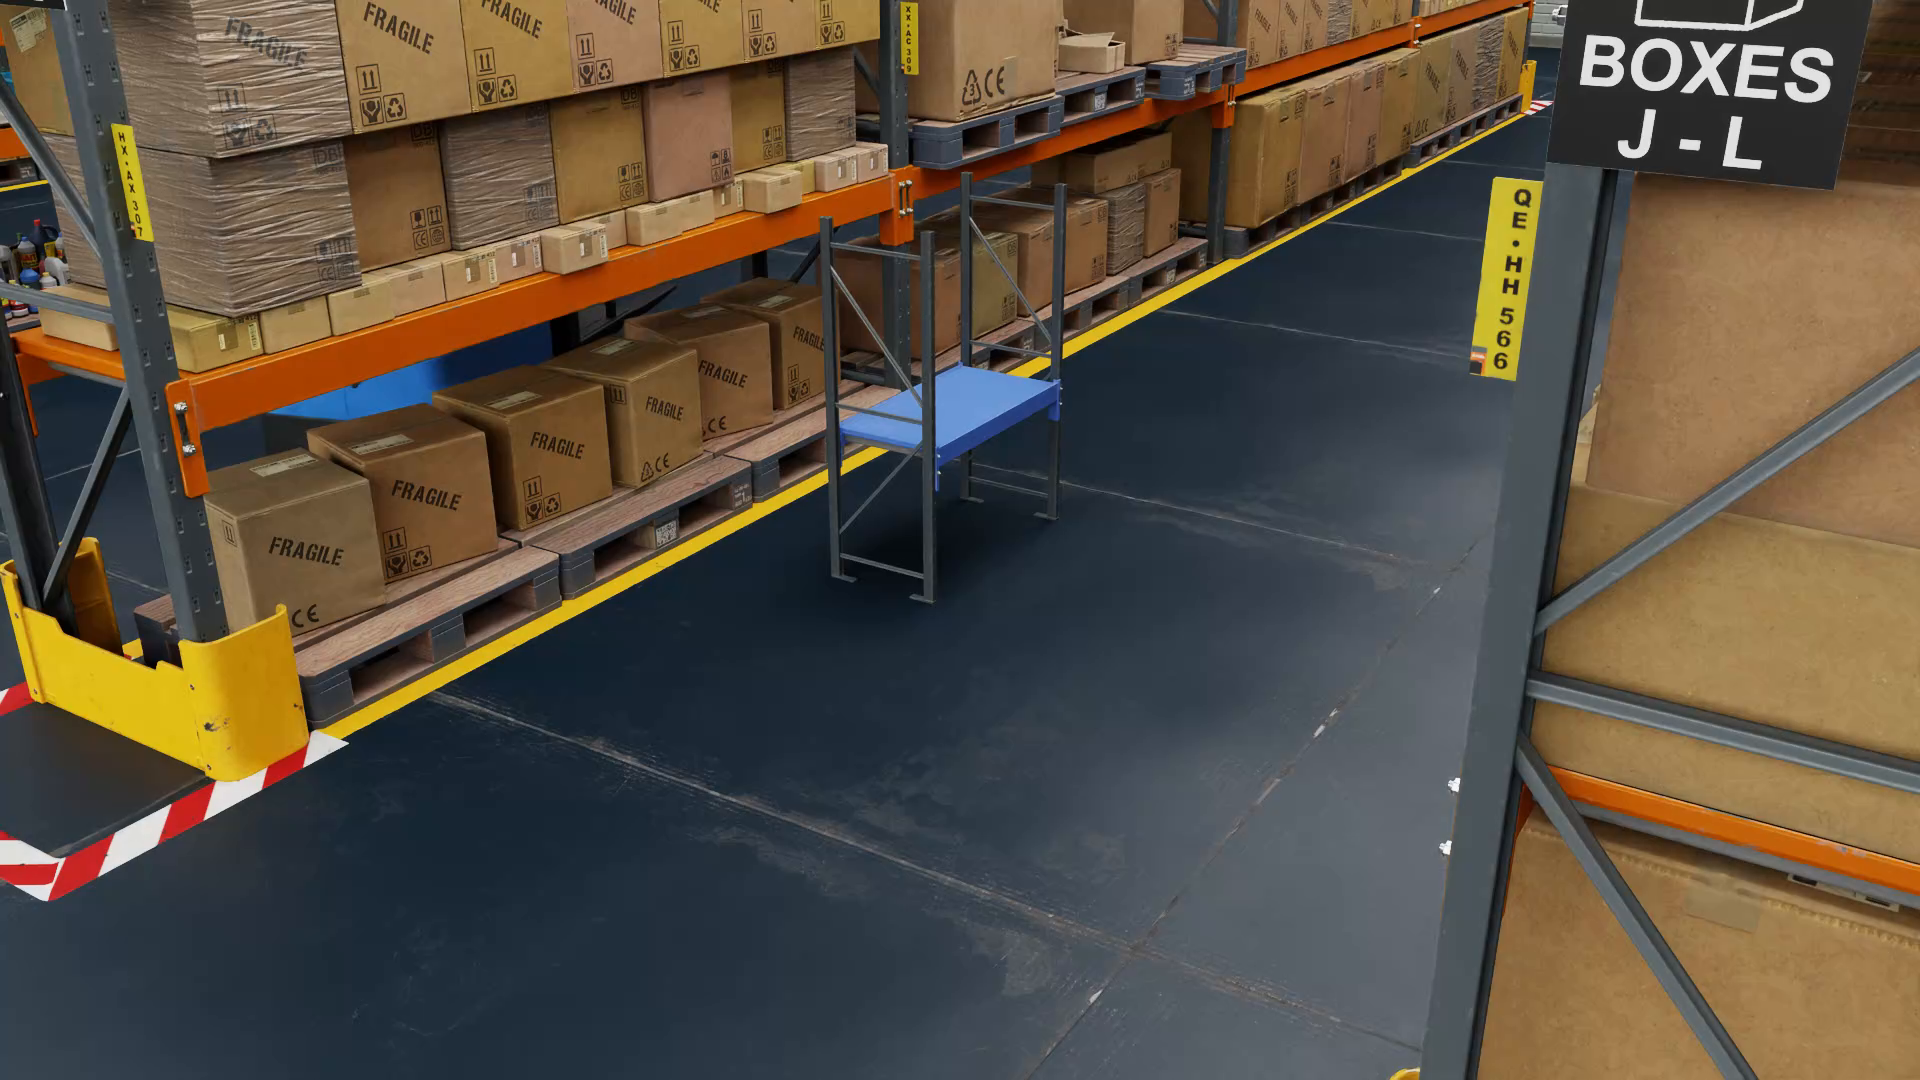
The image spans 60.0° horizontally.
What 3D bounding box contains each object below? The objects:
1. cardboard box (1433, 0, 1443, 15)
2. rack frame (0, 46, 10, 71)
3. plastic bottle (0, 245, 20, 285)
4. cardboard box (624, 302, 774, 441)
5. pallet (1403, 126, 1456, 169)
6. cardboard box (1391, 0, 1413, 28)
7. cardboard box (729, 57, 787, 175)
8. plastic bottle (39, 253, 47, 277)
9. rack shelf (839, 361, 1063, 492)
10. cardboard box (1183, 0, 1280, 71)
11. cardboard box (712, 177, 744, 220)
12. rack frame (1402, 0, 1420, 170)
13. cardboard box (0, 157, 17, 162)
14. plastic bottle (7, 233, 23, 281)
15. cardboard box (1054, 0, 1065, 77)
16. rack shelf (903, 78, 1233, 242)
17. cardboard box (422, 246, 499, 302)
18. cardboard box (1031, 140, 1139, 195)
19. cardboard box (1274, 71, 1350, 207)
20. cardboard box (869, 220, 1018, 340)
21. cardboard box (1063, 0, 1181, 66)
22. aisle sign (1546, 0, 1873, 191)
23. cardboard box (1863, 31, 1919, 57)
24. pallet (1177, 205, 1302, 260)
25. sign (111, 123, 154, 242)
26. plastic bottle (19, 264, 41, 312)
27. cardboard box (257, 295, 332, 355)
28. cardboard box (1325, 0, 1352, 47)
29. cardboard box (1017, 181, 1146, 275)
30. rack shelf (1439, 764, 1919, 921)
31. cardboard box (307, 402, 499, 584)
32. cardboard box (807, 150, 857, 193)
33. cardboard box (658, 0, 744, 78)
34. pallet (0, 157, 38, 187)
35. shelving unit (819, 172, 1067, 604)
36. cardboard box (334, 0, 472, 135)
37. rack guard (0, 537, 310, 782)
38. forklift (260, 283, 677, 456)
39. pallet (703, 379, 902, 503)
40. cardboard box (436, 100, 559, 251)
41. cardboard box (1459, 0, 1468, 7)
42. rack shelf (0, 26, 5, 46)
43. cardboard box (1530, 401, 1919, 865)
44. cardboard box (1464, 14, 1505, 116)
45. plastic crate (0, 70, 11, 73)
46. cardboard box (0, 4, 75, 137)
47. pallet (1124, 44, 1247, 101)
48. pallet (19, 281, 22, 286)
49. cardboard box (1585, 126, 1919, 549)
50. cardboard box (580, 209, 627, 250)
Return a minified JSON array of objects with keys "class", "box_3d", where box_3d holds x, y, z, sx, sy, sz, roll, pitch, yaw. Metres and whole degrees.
[{"class":"cardboard box","box_3d":[4.091,-4.786,14.845,0.380,0.149,0.250,13,27,27]},{"class":"rack frame","box_3d":[-11.221,-6.546,18.596,1.000,3.000,0.127,14,27,29]},{"class":"plastic bottle","box_3d":[-5.877,-1.657,10.176,0.152,0.276,0.135,14,27,29]},{"class":"cardboard box","box_3d":[-1.247,-0.806,7.954,0.500,0.500,0.500,-18,29,-36]},{"class":"pallet","box_3d":[3.981,-3.743,15.630,1.003,0.211,1.213,14,27,29]},{"class":"cardboard box","box_3d":[3.499,-4.613,14.004,0.500,0.500,0.500,14,27,29]},{"class":"cardboard box","box_3d":[-1.290,-1.964,7.511,0.875,0.500,0.500,14,27,29]},{"class":"plastic bottle","box_3d":[-5.461,-1.592,10.017,0.061,0.283,0.133,14,27,29]},{"class":"rack shelf","box_3d":[-0.045,-0.494,6.957,0.538,0.185,1.000,14,27,29]},{"class":"cardboard box","box_3d":[1.891,-3.585,11.629,0.500,0.500,0.500,15,27,30]},{"class":"cardboard box","box_3d":[-1.174,-1.514,7.287,0.380,0.149,0.250,14,27,29]},{"class":"rack frame","box_3d":[3.513,-4.782,14.521,1.000,3.000,0.127,14,27,29]},{"class":"cardboard box","box_3d":[-8.426,-3.347,14.137,0.500,0.250,0.500,15,27,30]},{"class":"plastic bottle","box_3d":[-5.915,-1.779,10.449,0.061,0.283,0.133,15,28,31]},{"class":"cardboard box","box_3d":[0.129,-2.926,9.576,0.797,0.503,0.637,17,29,34]},{"class":"rack shelf","box_3d":[0.349,-2.427,9.986,1.077,0.370,4.000,14,27,29]},{"class":"cardboard box","box_3d":[-1.919,-0.996,6.091,0.380,0.149,0.250,14,27,29]},{"class":"cardboard box","box_3d":[0.804,-2.417,10.707,0.500,0.250,0.500,17,29,35]},{"class":"cardboard box","box_3d":[2.262,-3.177,12.960,1.225,0.875,0.875,14,27,29]},{"class":"cardboard box","box_3d":[-0.097,-1.496,9.524,0.700,0.500,0.500,14,27,29]},{"class":"cardboard box","box_3d":[0.943,-3.271,10.375,0.700,0.500,0.500,19,30,37]},{"class":"aisle sign","box_3d":[1.052,-0.890,2.259,0.394,0.787,0.004,14,27,29]},{"class":"cardboard box","box_3d":[2.364,-0.912,4.032,0.875,0.550,0.500,14,27,29]},{"class":"pallet","box_3d":[1.883,-2.403,12.534,1.003,0.211,1.213,14,27,29]},{"class":"sign","box_3d":[-2.355,-1.016,4.730,0.100,0.325,0.005,14,27,29]},{"class":"plastic bottle","box_3d":[-5.463,-1.484,9.783,0.097,0.271,0.097,0,23,0]},{"class":"cardboard box","box_3d":[-2.315,-0.743,5.507,0.380,0.149,0.250,14,27,29]},{"class":"cardboard box","box_3d":[2.694,-4.101,12.823,0.500,0.500,0.500,14,27,29]},{"class":"cardboard box","box_3d":[0.785,-2.067,10.841,0.700,0.500,0.500,11,26,25]},{"class":"rack shelf","box_3d":[2.399,-0.003,4.387,1.077,0.370,4.000,14,27,29]},{"class":"cardboard box","box_3d":[-2.187,-0.194,6.540,0.500,0.500,0.500,-20,31,-39]},{"class":"cardboard box","box_3d":[-0.710,-1.750,7.833,0.380,0.149,0.250,14,27,29]},{"class":"cardboard box","box_3d":[-1.237,-2.176,6.742,0.500,0.500,0.500,14,27,29]},{"class":"pallet","box_3d":[-8.765,-3.136,14.229,1.003,0.211,1.213,14,27,29]},{"class":"shelving unit","box_3d":[-0.045,-0.659,6.886,0.538,1.500,1.048,14,27,29]},{"class":"cardboard box","box_3d":[-2.025,-1.669,5.571,0.500,0.500,0.500,14,27,29]},{"class":"rack guard","box_3d":[-2.776,0.390,5.721,1.175,0.500,0.348,14,27,29]},{"class":"forklift","box_3d":[-2.469,-2.192,8.623,1.130,2.935,3.031,6,24,13]},{"class":"pallet","box_3d":[-1.031,-0.568,8.297,1.003,0.211,1.213,14,27,29]},{"class":"cardboard box","box_3d":[-2.041,-1.448,6.318,0.875,0.500,0.500,14,27,29]},{"class":"cardboard box","box_3d":[4.501,-5.050,15.456,0.380,0.149,0.250,13,27,28]},{"class":"rack shelf","box_3d":[-8.066,-4.504,14.784,1.077,0.370,4.000,14,27,29]},{"class":"cardboard box","box_3d":[1.501,0.138,2.967,0.875,0.550,0.550,14,27,29]},{"class":"cardboard box","box_3d":[4.874,-4.810,16.731,0.875,0.875,0.875,14,27,29]},{"class":"plastic crate","box_3d":[-5.870,-2.624,9.802,0.450,0.188,0.662,14,27,29]},{"class":"cardboard box","box_3d":[-2.736,-1.611,5.436,0.500,0.500,0.500,14,27,29]},{"class":"pallet","box_3d":[1.118,-3.081,10.833,1.213,0.211,1.003,14,27,29]},{"class":"pallet","box_3d":[-5.304,-1.622,10.732,1.003,0.211,1.213,14,27,29]},{"class":"cardboard box","box_3d":[1.573,-0.340,2.711,0.875,0.550,0.550,14,27,29]},{"class":"cardboard box","box_3d":[-1.571,-1.261,6.703,0.380,0.149,0.250,14,27,29]}]
